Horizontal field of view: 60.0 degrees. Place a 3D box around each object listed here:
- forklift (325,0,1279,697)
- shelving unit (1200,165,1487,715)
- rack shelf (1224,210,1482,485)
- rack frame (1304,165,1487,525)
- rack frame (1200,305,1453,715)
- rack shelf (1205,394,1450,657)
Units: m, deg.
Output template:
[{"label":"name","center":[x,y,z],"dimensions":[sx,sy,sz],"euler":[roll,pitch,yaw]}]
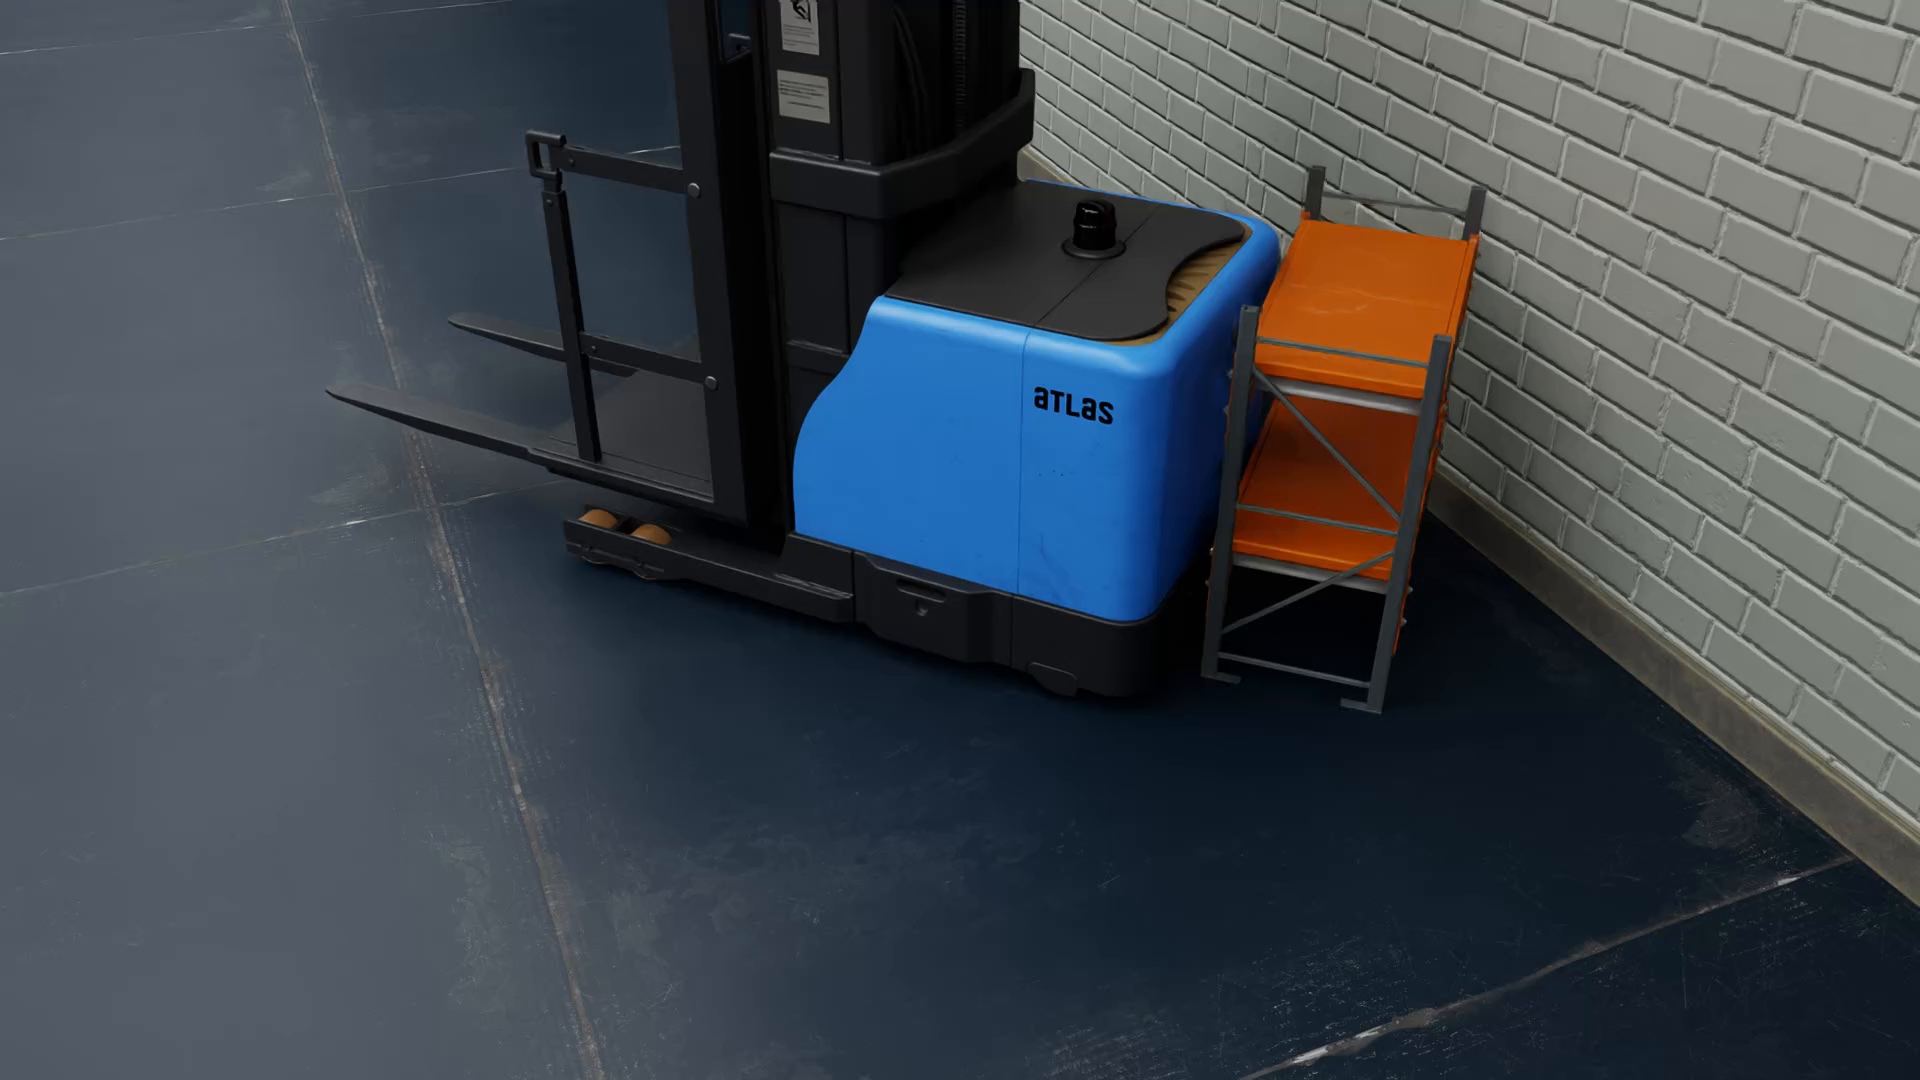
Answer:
[{"label":"forklift","center":[-0.645,-1.348,4.634],"dimensions":[3.031,2.935,1.130],"euler":[15,36,22]},{"label":"shelving unit","center":[1.086,-0.311,4.691],"dimensions":[0.538,1.125,1.048],"euler":[11,35,16]},{"label":"rack shelf","center":[1.088,-0.556,4.531],"dimensions":[0.538,0.278,1.000],"euler":[11,35,16]},{"label":"rack frame","center":[1.254,-0.573,5.093],"dimensions":[0.500,1.125,0.032],"euler":[11,35,16]},{"label":"rack frame","center":[0.917,-0.049,4.289],"dimensions":[0.500,1.125,0.032],"euler":[11,35,16]},{"label":"rack shelf","center":[1.083,-0.107,4.825],"dimensions":[0.538,0.278,1.000],"euler":[11,35,16]}]
